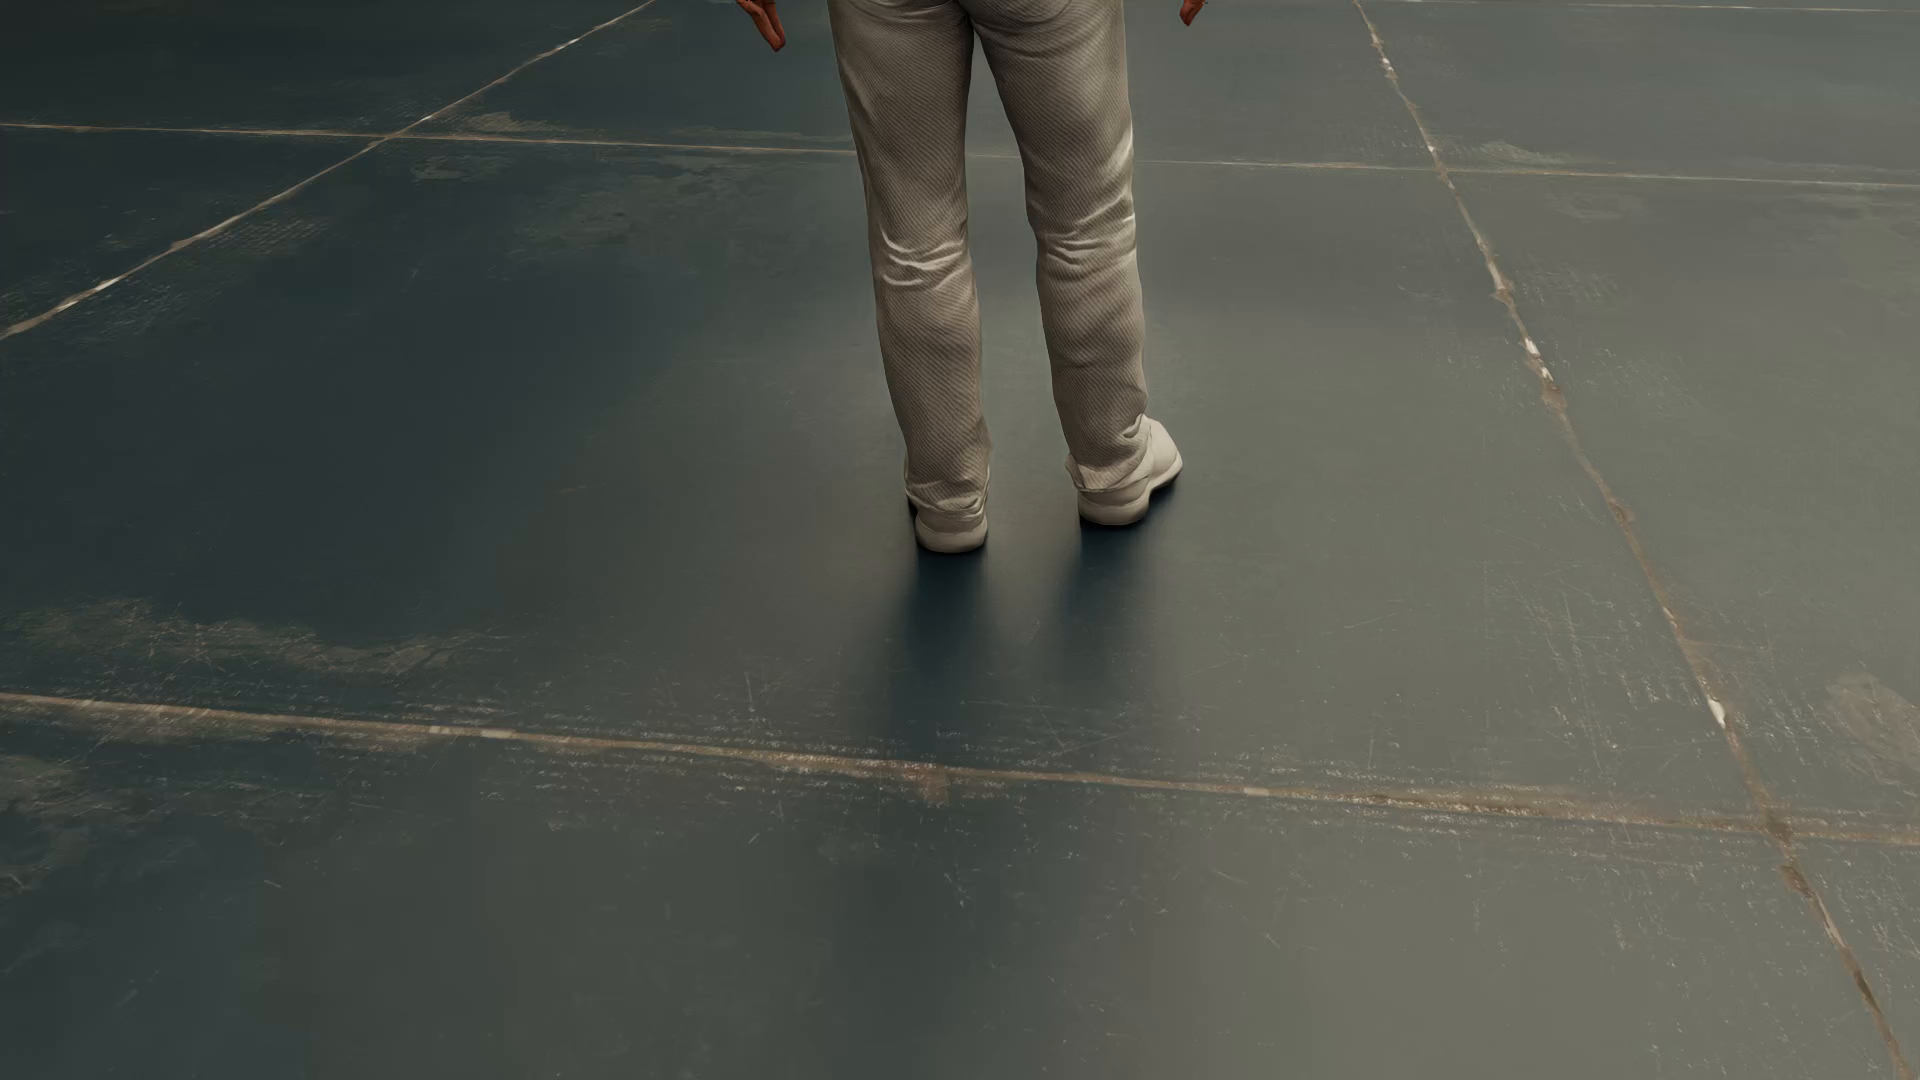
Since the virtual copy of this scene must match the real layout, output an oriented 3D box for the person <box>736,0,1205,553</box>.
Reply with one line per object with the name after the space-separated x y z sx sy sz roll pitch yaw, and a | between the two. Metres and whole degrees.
0.014 -0.827 2.164 0.666 1.768 0.575 3 27 7 | person
